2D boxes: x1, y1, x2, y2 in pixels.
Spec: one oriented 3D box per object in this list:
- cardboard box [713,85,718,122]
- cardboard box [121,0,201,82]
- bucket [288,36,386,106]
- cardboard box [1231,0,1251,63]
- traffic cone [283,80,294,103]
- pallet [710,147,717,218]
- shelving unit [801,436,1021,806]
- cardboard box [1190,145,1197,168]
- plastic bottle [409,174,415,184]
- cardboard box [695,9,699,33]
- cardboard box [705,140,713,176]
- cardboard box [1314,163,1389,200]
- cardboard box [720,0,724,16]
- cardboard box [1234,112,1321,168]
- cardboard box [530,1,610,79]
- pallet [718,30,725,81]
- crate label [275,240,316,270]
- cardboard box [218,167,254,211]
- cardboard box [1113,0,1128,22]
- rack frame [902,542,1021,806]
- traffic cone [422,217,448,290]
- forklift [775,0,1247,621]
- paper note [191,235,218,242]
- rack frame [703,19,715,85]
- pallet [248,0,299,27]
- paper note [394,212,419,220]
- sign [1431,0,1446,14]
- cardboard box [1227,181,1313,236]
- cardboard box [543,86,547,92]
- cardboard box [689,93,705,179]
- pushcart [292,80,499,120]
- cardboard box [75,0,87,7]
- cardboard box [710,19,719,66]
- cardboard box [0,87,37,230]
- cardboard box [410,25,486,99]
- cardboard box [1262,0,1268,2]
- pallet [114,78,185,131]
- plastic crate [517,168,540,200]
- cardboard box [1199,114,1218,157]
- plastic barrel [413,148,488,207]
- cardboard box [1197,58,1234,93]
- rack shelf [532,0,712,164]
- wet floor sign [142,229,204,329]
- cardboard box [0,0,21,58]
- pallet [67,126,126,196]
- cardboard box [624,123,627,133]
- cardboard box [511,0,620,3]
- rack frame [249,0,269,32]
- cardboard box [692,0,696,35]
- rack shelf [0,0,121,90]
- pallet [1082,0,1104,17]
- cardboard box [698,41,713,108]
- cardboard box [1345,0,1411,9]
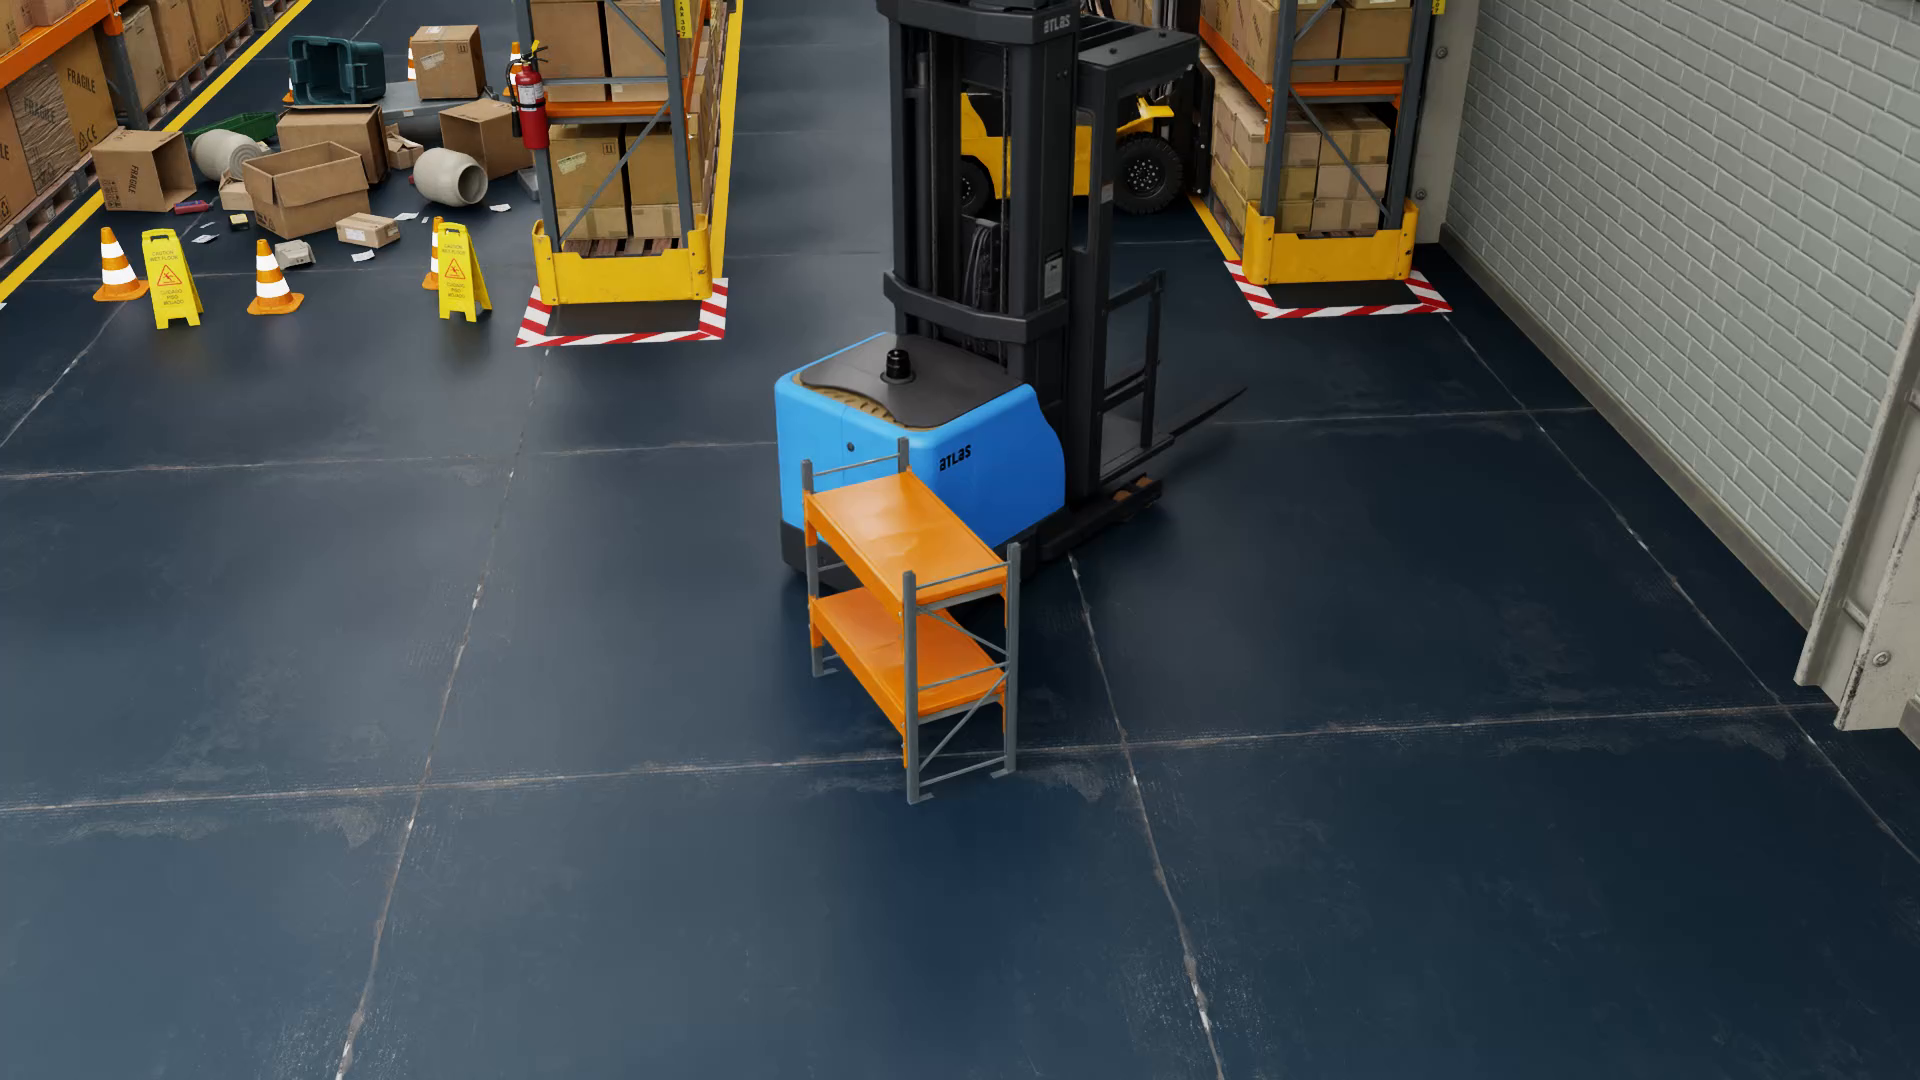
[{"bbox_3d":[-2.368,-3.733,14.346,0.500,0.250,0.500,-1,31,-2],"label":"cardboard box"},{"bbox_3d":[-7.843,-4.753,15.567,1.050,0.750,0.750,-3,31,-5],"label":"cardboard box"},{"bbox_3d":[-5.301,-4.021,14.267,0.726,0.611,0.620,8,22,13],"label":"bucket"},{"bbox_3d":[2.278,-3.766,12.033,0.500,0.500,0.500,-2,31,-3],"label":"cardboard box"},{"bbox_3d":[-6.231,-4.401,15.667,0.336,0.463,0.334,-3,31,-5],"label":"traffic cone"},{"bbox_3d":[-2.476,-2.859,13.331,1.003,0.211,1.213,-3,31,-5],"label":"pallet"},{"bbox_3d":[-0.223,0.322,7.113,0.538,1.125,1.048,-15,34,-23],"label":"shelving unit"},{"bbox_3d":[2.121,-3.218,13.485,0.500,0.250,0.500,-2,31,-3],"label":"cardboard box"},{"bbox_3d":[-4.437,-3.012,13.733,0.133,0.061,0.283,2,31,4],"label":"plastic bottle"},{"bbox_3d":[-2.205,-3.984,12.741,0.380,0.149,0.250,-2,31,-4],"label":"cardboard box"},{"bbox_3d":[-2.221,-2.944,13.025,0.500,0.250,0.500,-1,31,-1],"label":"cardboard box"},{"bbox_3d":[2.788,-2.684,12.103,0.500,0.250,0.500,-2,31,-4],"label":"cardboard box"},{"bbox_3d":[-3.022,-5.827,17.734,0.950,0.372,0.625,-5,31,-8],"label":"cardboard box"},{"bbox_3d":[2.271,-2.869,11.925,0.500,0.250,0.500,-2,31,-3],"label":"cardboard box"},{"bbox_3d":[-2.642,-3.414,11.153,0.500,0.500,0.500,-3,31,-5],"label":"cardboard box"},{"bbox_3d":[-2.882,-4.847,16.658,1.003,0.211,1.213,-3,31,-5],"label":"pallet"},{"bbox_3d":[-4.850,-2.080,12.099,0.250,0.136,0.298,-20,36,-30],"label":"crate label"},{"bbox_3d":[-5.615,-2.770,13.129,0.396,0.266,0.258,2,31,4],"label":"cardboard box"},{"bbox_3d":[2.054,-5.469,16.887,0.875,0.625,0.625,-4,31,-7],"label":"cardboard box"},{"bbox_3d":[0.009,0.554,6.725,0.500,1.125,0.032,-15,34,-23],"label":"rack frame"},{"bbox_3d":[-3.641,-2.048,11.728,0.336,0.463,0.334,-3,31,-5],"label":"traffic cone"},{"bbox_3d":[0.447,-1.511,8.422,1.130,2.935,3.031,24,39,35],"label":"forklift"},{"bbox_3d":[-5.688,-2.276,12.533,0.144,0.017,0.142,8,32,13],"label":"paper note"},{"bbox_3d":[-2.691,-5.022,14.233,1.000,3.000,0.127,-3,31,-5],"label":"rack frame"},{"bbox_3d":[-8.055,-5.977,18.551,1.003,0.211,1.213,-3,31,-5],"label":"pallet"},{"bbox_3d":[-4.317,-2.528,12.964,0.148,0.019,0.142,8,32,13],"label":"paper note"},{"bbox_3d":[3.178,-3.649,11.012,0.100,0.325,0.005,-3,31,-5],"label":"sign"},{"bbox_3d":[2.266,-2.444,12.189,0.500,0.250,0.500,-3,31,-4],"label":"cardboard box"},{"bbox_3d":[-2.699,-3.177,11.388,0.380,0.149,0.250,-3,31,-5],"label":"cardboard box"},{"bbox_3d":[-2.173,-3.006,12.397,0.500,0.500,0.500,-4,31,-6],"label":"cardboard box"},{"bbox_3d":[-4.956,-3.761,14.679,1.648,0.377,0.936,-14,33,-22],"label":"pushcart"},{"bbox_3d":[-7.563,-4.610,13.396,0.875,0.550,0.550,-3,31,-5],"label":"cardboard box"},{"bbox_3d":[-2.813,-4.709,15.861,0.950,0.372,0.625,-1,31,-1],"label":"cardboard box"},{"bbox_3d":[-7.449,-2.751,12.094,0.875,0.875,0.875,-3,31,-5],"label":"cardboard box"},{"bbox_3d":[-4.460,-4.173,14.511,0.500,0.500,0.500,-3,31,-5],"label":"cardboard box"},{"bbox_3d":[2.260,-3.834,11.513,0.380,0.149,0.250,-2,31,-4],"label":"cardboard box"},{"bbox_3d":[-7.757,-3.926,15.118,1.003,0.211,1.213,-3,31,-5],"label":"pallet"},{"bbox_3d":[-3.360,-2.928,13.574,0.402,0.080,0.583,-14,33,-22],"label":"plastic crate"},{"bbox_3d":[2.163,-3.187,12.944,0.500,0.250,0.500,-3,31,-6],"label":"cardboard box"},{"bbox_3d":[-4.017,-2.856,13.118,0.512,0.421,0.421,20,36,29],"label":"plastic barrel"},{"bbox_3d":[2.121,-3.645,13.225,0.500,0.250,0.500,-3,31,-6],"label":"cardboard box"},{"bbox_3d":[-2.504,-3.692,12.708,1.077,0.370,4.000,-3,31,-5],"label":"rack shelf"},{"bbox_3d":[-5.262,-1.760,11.068,0.267,0.644,0.232,-8,32,-13],"label":"wet floor sign"},{"bbox_3d":[-7.407,-3.783,12.012,0.875,0.550,0.500,-3,31,-5],"label":"cardboard box"},{"bbox_3d":[-7.616,-3.144,13.808,1.003,0.211,1.213,-3,31,-5],"label":"pallet"},{"bbox_3d":[-2.704,-2.964,12.328,0.500,0.500,0.500,-2,31,-3],"label":"cardboard box"},{"bbox_3d":[-2.582,-3.830,10.874,0.700,0.500,0.500,-3,31,-6],"label":"cardboard box"},{"bbox_3d":[-7.983,-6.775,17.168,1.000,3.000,0.127,-3,31,-5],"label":"rack frame"},{"bbox_3d":[-2.185,-3.930,12.017,0.500,0.500,0.500,-3,31,-6],"label":"cardboard box"},{"bbox_3d":[-7.423,-3.403,12.224,1.077,0.370,4.000,-3,31,-5],"label":"rack shelf"},{"bbox_3d":[1.915,-5.685,18.061,1.003,0.211,1.213,-3,31,-5],"label":"pallet"},{"bbox_3d":[-2.319,-3.795,13.719,0.500,0.500,0.500,-2,31,-4],"label":"cardboard box"},{"bbox_3d":[2.851,-3.727,11.334,0.380,0.149,0.250,-4,31,-6],"label":"cardboard box"}]
